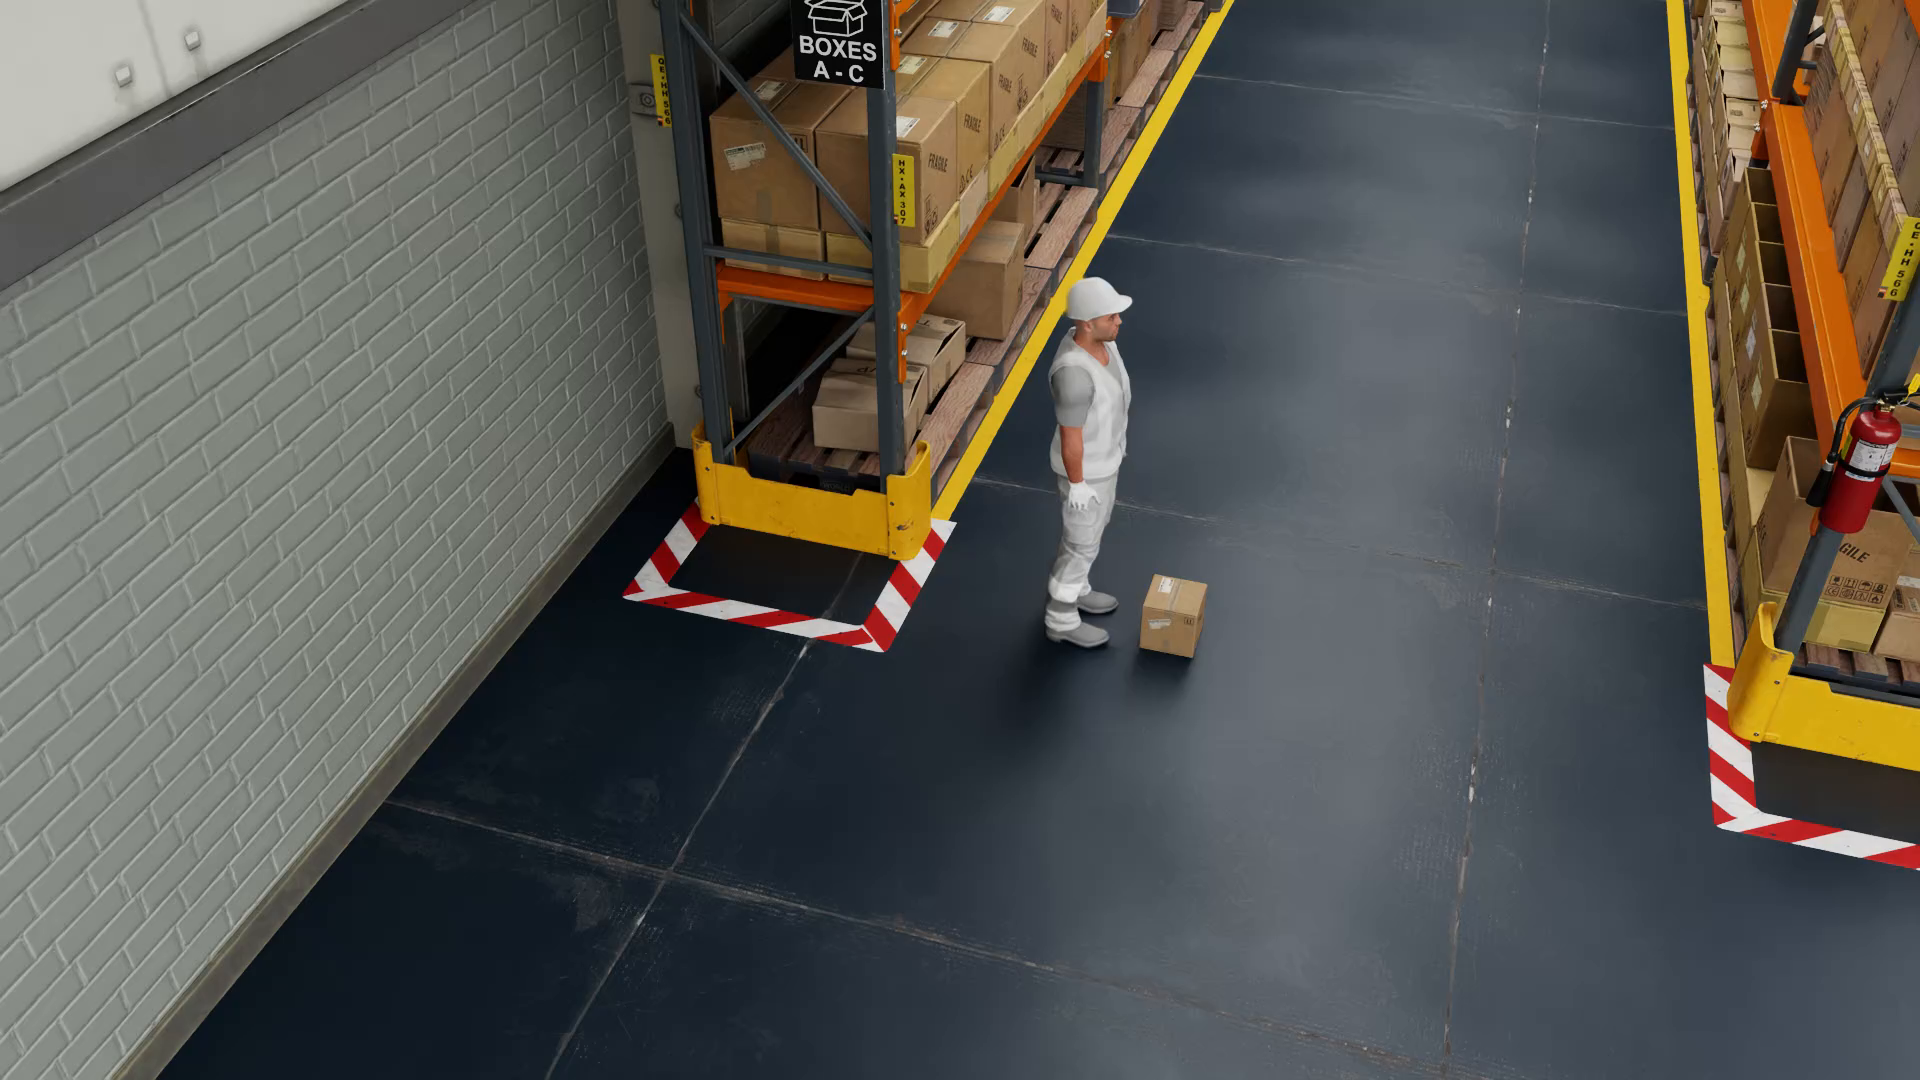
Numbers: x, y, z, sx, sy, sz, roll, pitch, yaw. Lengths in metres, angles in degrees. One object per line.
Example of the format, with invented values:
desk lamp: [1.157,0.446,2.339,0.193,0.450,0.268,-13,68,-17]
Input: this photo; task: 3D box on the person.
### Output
person: [0.568,-0.345,7.335,0.341,1.787,0.523,10,38,13]
